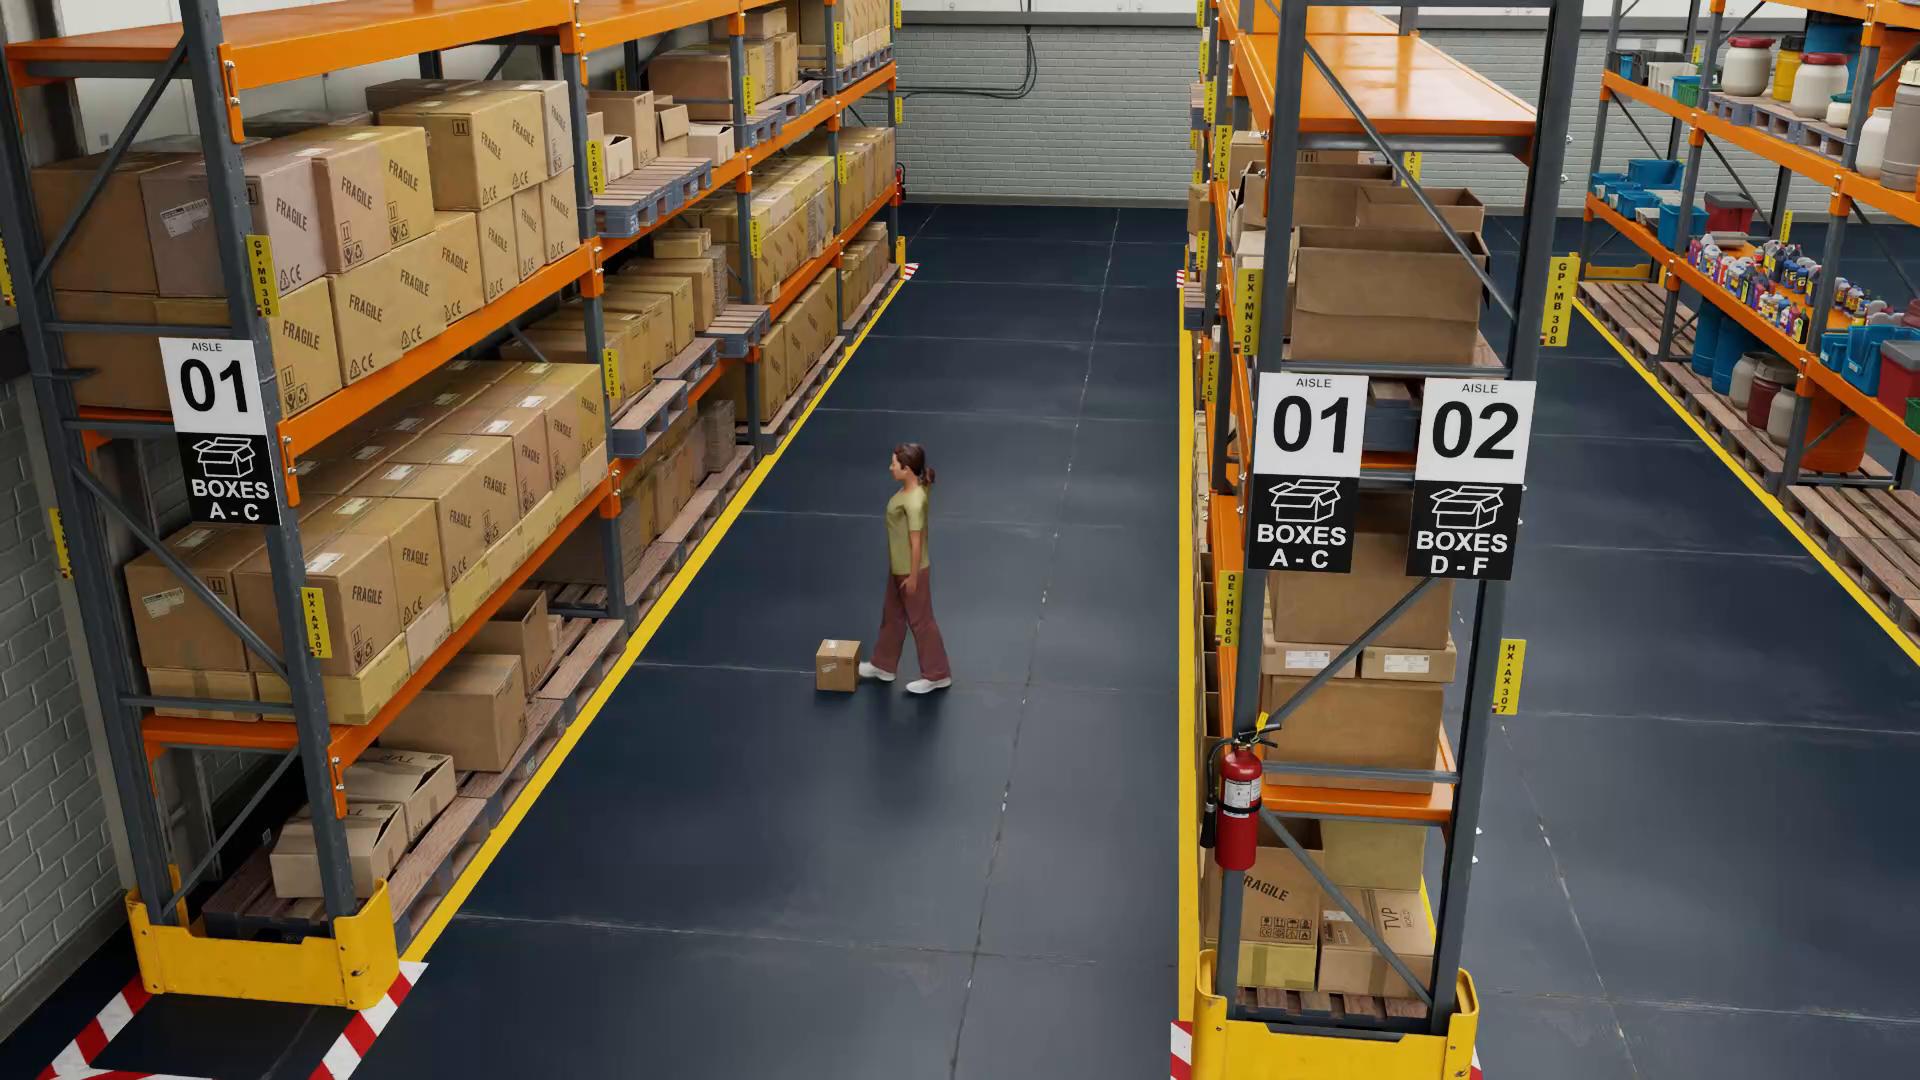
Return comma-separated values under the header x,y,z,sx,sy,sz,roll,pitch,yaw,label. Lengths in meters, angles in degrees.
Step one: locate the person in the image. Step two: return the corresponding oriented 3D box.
x,y,z,sx,sy,sz,roll,pitch,yaw,label
-0.390,0.176,10.615,0.668,1.664,0.451,0,21,0,person
